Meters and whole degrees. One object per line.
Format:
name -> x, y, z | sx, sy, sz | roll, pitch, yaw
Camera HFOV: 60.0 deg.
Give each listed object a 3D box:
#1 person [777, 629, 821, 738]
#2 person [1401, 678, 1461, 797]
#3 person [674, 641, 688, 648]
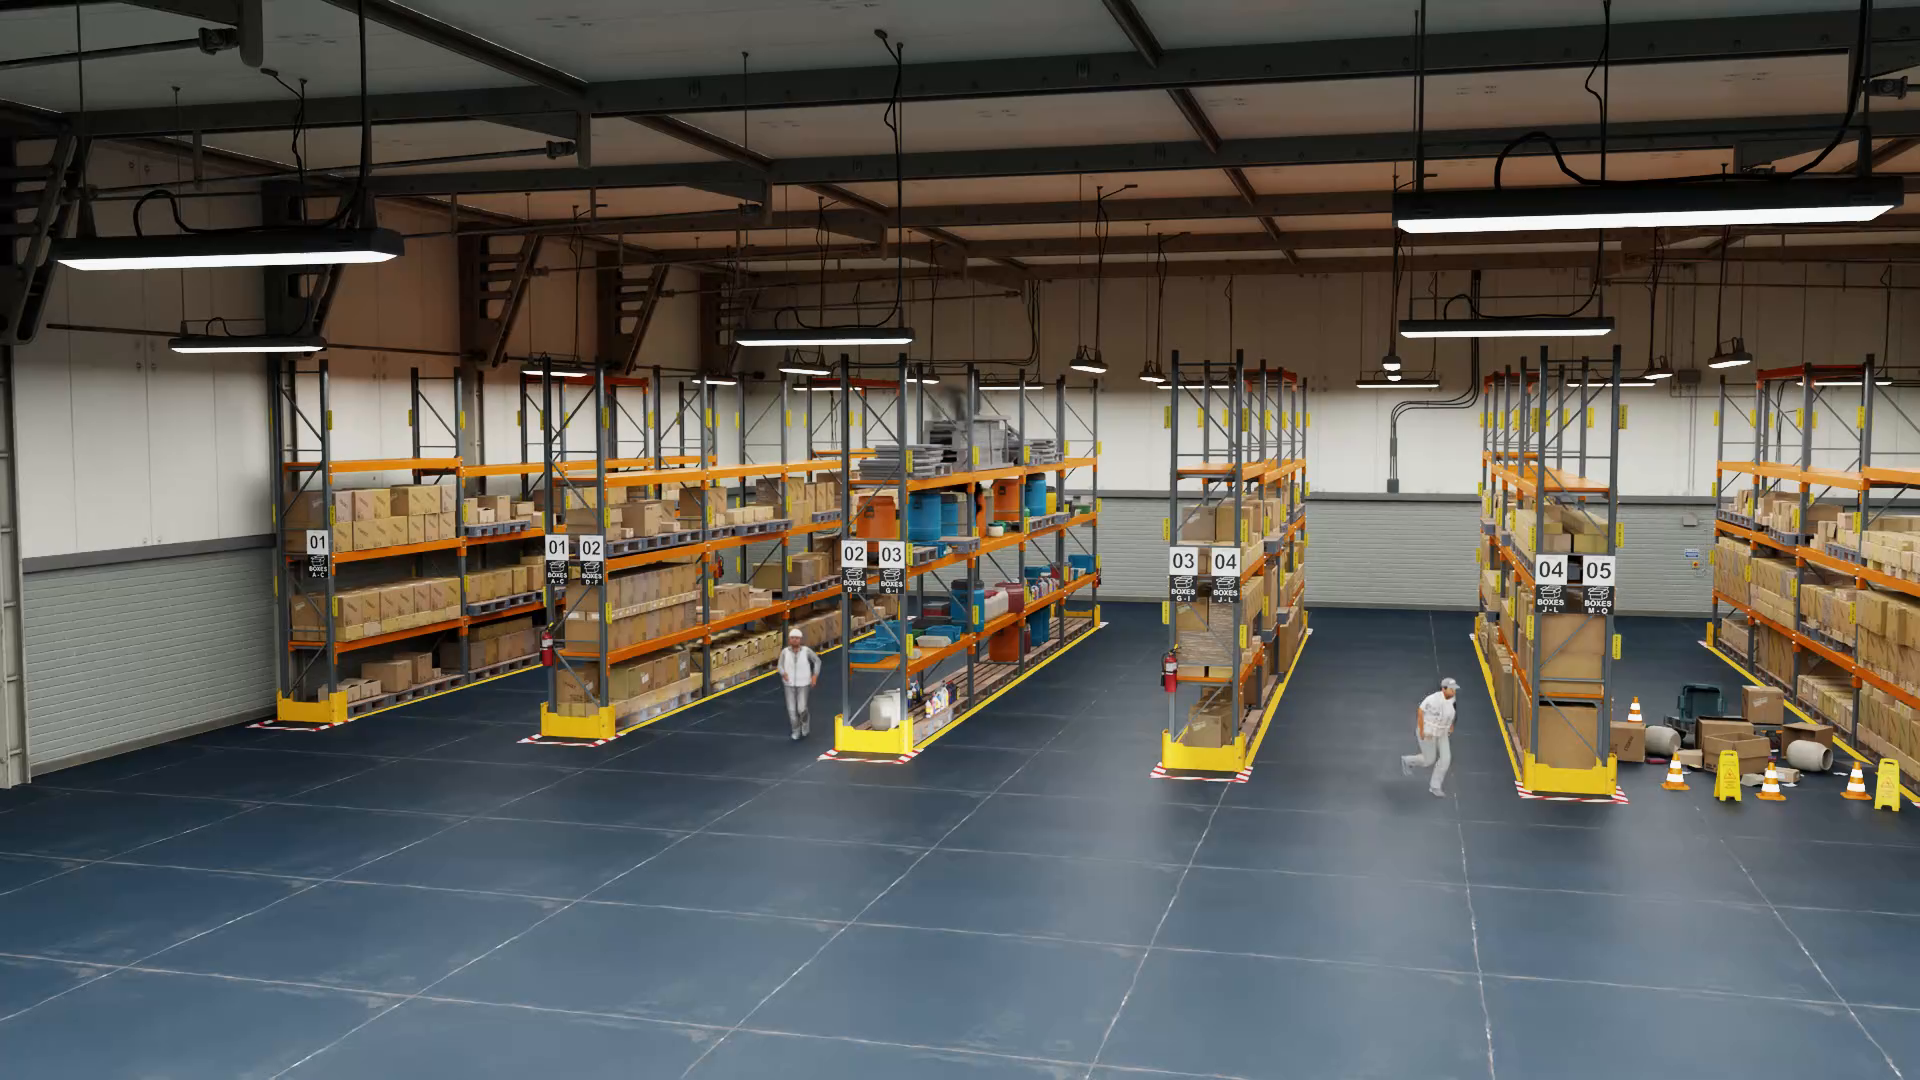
person -> -2.541, 2.258, 26.035 | 0.679, 1.735, 0.595 | 0, 4, 3
person -> 6.353, 2.627, 22.383 | 0.606, 1.617, 0.889 | -3, 5, -38
person -> -5.876, 1.720, 34.472 | 0.565, 1.630, 0.572 | 1, 4, 17
